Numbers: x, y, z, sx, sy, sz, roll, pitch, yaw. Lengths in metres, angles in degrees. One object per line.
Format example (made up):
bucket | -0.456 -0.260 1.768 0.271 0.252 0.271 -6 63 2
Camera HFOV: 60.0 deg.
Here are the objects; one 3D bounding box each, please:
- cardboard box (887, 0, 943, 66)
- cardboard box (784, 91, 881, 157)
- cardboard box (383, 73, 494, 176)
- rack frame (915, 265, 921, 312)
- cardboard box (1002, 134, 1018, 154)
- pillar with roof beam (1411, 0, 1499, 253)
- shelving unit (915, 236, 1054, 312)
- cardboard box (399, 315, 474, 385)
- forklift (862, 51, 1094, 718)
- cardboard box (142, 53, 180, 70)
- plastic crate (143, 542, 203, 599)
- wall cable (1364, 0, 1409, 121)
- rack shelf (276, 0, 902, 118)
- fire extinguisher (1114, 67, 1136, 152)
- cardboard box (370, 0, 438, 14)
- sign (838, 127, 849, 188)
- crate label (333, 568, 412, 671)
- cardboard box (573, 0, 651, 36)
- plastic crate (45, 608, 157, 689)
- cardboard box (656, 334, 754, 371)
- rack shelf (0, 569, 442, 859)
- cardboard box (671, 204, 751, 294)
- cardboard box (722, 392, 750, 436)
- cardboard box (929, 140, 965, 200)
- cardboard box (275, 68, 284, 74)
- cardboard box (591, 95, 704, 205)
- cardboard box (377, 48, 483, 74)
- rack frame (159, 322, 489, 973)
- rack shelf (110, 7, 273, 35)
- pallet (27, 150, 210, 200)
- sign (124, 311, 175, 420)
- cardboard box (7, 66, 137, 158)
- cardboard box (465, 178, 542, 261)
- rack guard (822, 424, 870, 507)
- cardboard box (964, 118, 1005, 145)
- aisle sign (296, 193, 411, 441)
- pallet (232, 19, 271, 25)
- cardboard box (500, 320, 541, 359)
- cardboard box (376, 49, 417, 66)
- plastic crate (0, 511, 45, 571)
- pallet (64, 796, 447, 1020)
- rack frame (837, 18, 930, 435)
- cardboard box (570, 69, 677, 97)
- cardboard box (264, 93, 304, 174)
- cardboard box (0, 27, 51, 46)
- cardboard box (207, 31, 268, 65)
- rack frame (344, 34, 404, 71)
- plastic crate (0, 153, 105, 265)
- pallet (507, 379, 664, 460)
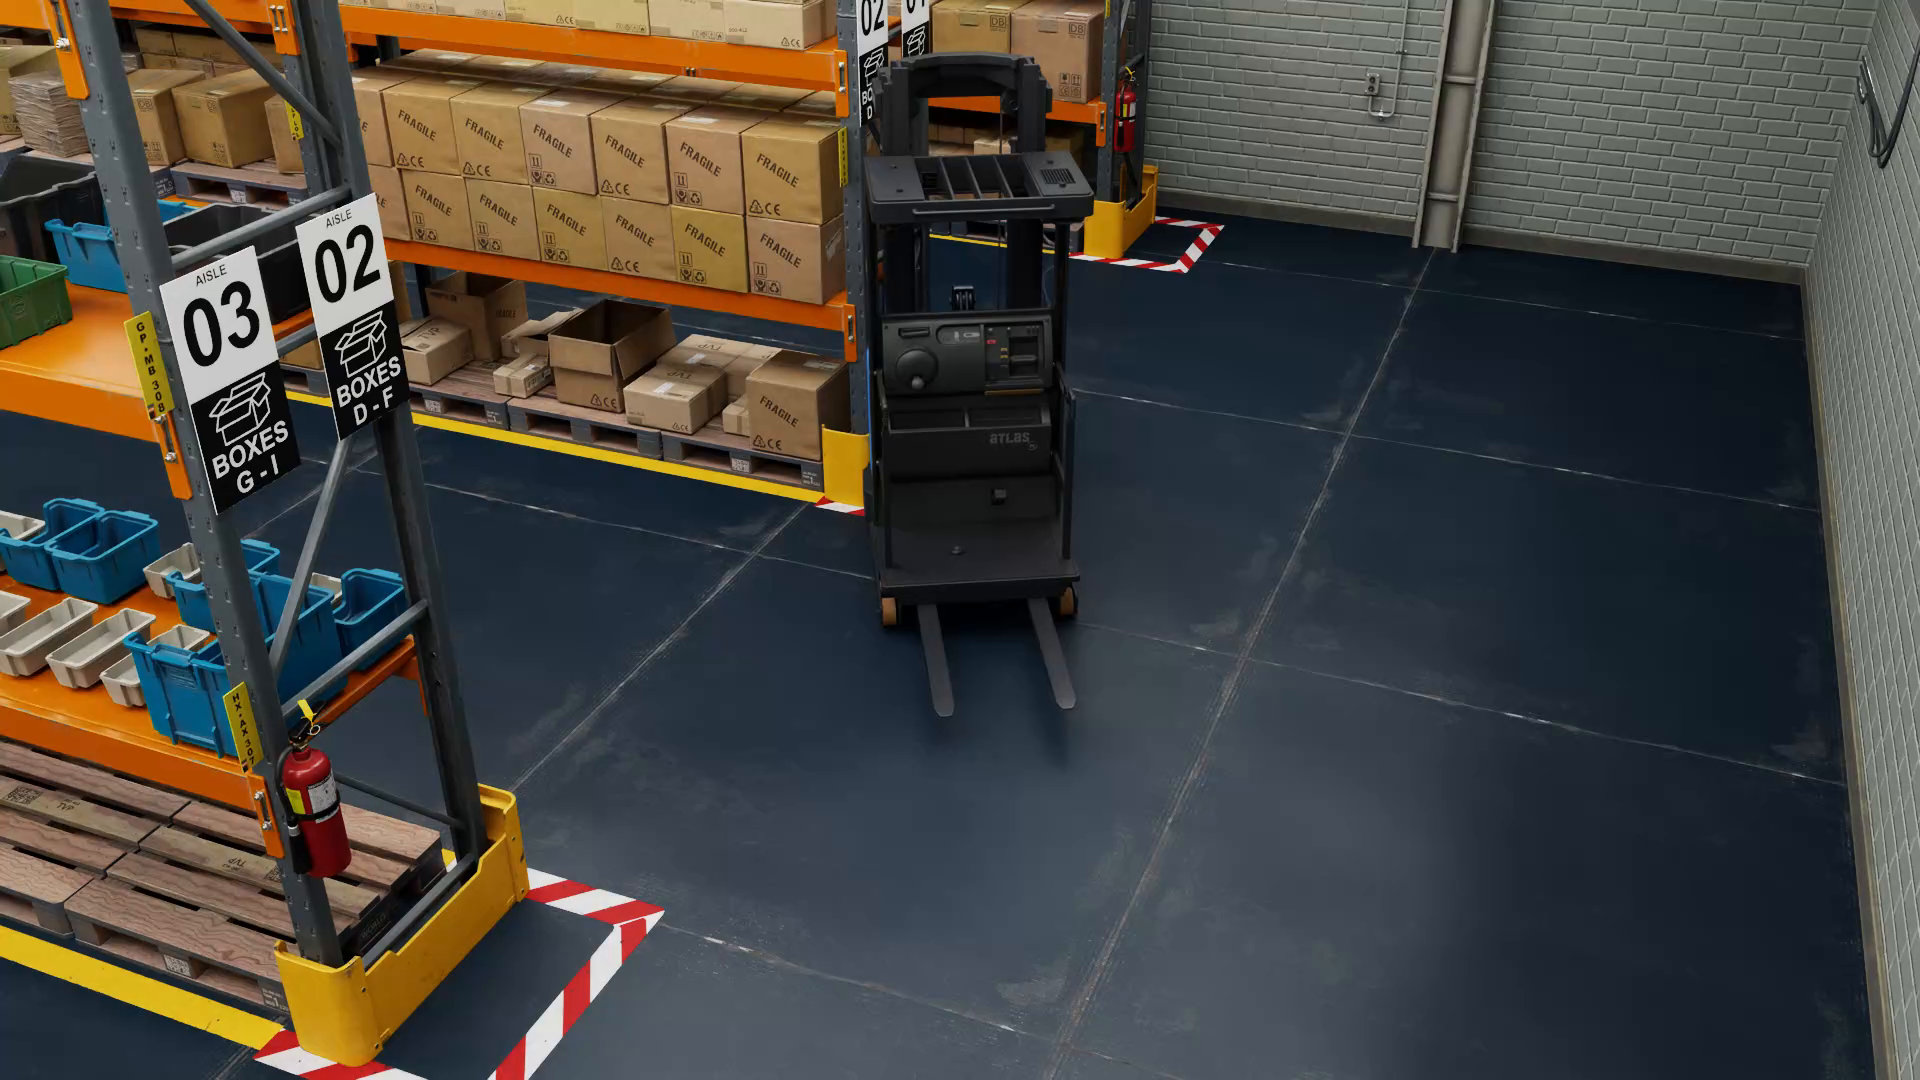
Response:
cardboard box | -0.435 -4.541 14.842 0.700 0.700 0.980 10 31 17
cardboard box | -0.748 -2.468 10.361 0.500 0.500 0.500 12 32 21
cardboard box | -3.334 -2.695 10.763 0.500 0.500 0.500 10 31 18
rack frame | -0.378 -1.157 10.636 0.032 1.500 0.500 -14 38 -22
cardboard box | 0.549 -3.448 14.667 0.250 0.149 0.380 11 31 19
pillar with roof beam | 2.631 -4.590 9.136 0.400 9.000 9.100 11 31 19
shelving unit | 0.081 -1.269 10.823 1.048 1.500 0.538 -14 38 -22
cardboard box | -3.835 -1.371 11.825 0.500 0.311 0.500 11 31 19
forklift | 0.068 -0.971 8.901 1.130 2.935 3.031 -3 30 -5
cardboard box | -8.511 -5.168 18.350 0.500 0.500 0.700 11 31 18
plastic crate | -3.302 0.141 7.070 0.298 0.136 0.250 11 31 19
wall cable | 2.965 -4.683 14.365 1.851 1.984 0.084 11 31 19
rack shelf | -2.289 -3.149 10.368 4.000 0.370 1.077 11 31 19
fire extinguisher | 1.389 -3.612 13.960 0.183 0.674 0.296 11 31 19
cardboard box | -3.323 -3.470 10.356 0.500 0.250 0.500 11 31 19
sign | -0.663 -2.179 9.470 0.005 0.325 0.100 11 31 19
crate label | -2.407 0.322 6.652 0.303 0.233 0.416 11 31 19
cardboard box | -1.939 -3.186 9.854 0.500 0.250 0.500 11 31 19
plastic crate | -3.389 0.431 6.557 0.243 0.136 0.396 11 31 19
cardboard box | -1.760 -1.196 11.576 0.500 0.250 0.500 11 31 19
rack shelf | -4.155 0.414 7.111 4.000 0.370 1.077 11 31 19
cardboard box | -1.436 -1.883 10.343 0.500 0.500 0.500 12 31 20
cardboard box | -1.374 -0.849 11.047 0.250 0.166 0.380 11 31 19
cardboard box | -0.193 -3.410 15.259 0.500 0.500 0.700 10 31 17
cardboard box | -7.111 -4.887 17.853 0.500 0.500 0.700 11 31 19
cardboard box | -1.903 -2.409 10.258 0.500 0.500 0.500 12 32 20
cardboard box | -3.577 -3.030 11.356 0.500 0.500 0.500 11 31 19
rack frame | -2.302 0.471 6.279 0.127 3.000 1.000 11 31 19
rack shelf | -7.844 -5.583 17.721 4.000 0.370 1.077 11 31 19
pallet | -6.045 -2.826 12.307 1.213 0.211 1.003 11 31 19
sign | -2.494 -0.535 5.118 0.005 0.325 0.100 11 31 19
cardboard box | -6.448 -3.172 12.196 0.500 0.500 0.700 18 34 28
cardboard box | -2.835 -2.165 10.841 0.500 0.500 0.500 11 31 19
rack guard | -0.507 -0.713 10.914 0.348 0.500 1.175 11 31 19
cardboard box | 0.226 -3.715 15.140 0.250 0.149 0.380 12 31 20
aisle sign | -2.124 -0.783 5.856 0.004 0.787 0.394 11 31 19
pallet | -6.691 -5.526 17.084 1.003 0.211 1.213 11 31 19
cardboard box | -3.138 -1.459 12.145 0.250 0.149 0.380 11 31 19
cardboard box | -5.358 -4.577 16.969 0.750 0.750 0.750 11 31 18
plastic crate | -4.282 0.005 7.311 0.466 0.136 0.293 11 31 19
pallet | -3.052 1.515 7.267 1.213 0.211 1.003 11 31 19
rack frame | -0.436 -1.787 10.274 0.127 3.000 1.000 11 31 19
cardboard box | -2.168 -2.749 10.860 0.500 0.500 0.500 11 31 19
cardboard box | -4.498 -2.943 11.791 0.500 0.500 0.700 1 30 2
cardboard box | -10.674 -5.543 19.013 0.500 0.500 0.500 9 31 15
cardboard box | -7.660 -5.292 17.807 0.500 0.250 0.500 11 31 19
rack frame | -5.990 -5.526 16.890 0.127 3.000 1.000 11 31 19
plastic crate | -3.614 -1.216 6.278 0.767 0.338 0.504 11 31 19
pallet | -2.372 -0.960 11.646 1.213 0.211 1.003 11 31 19
